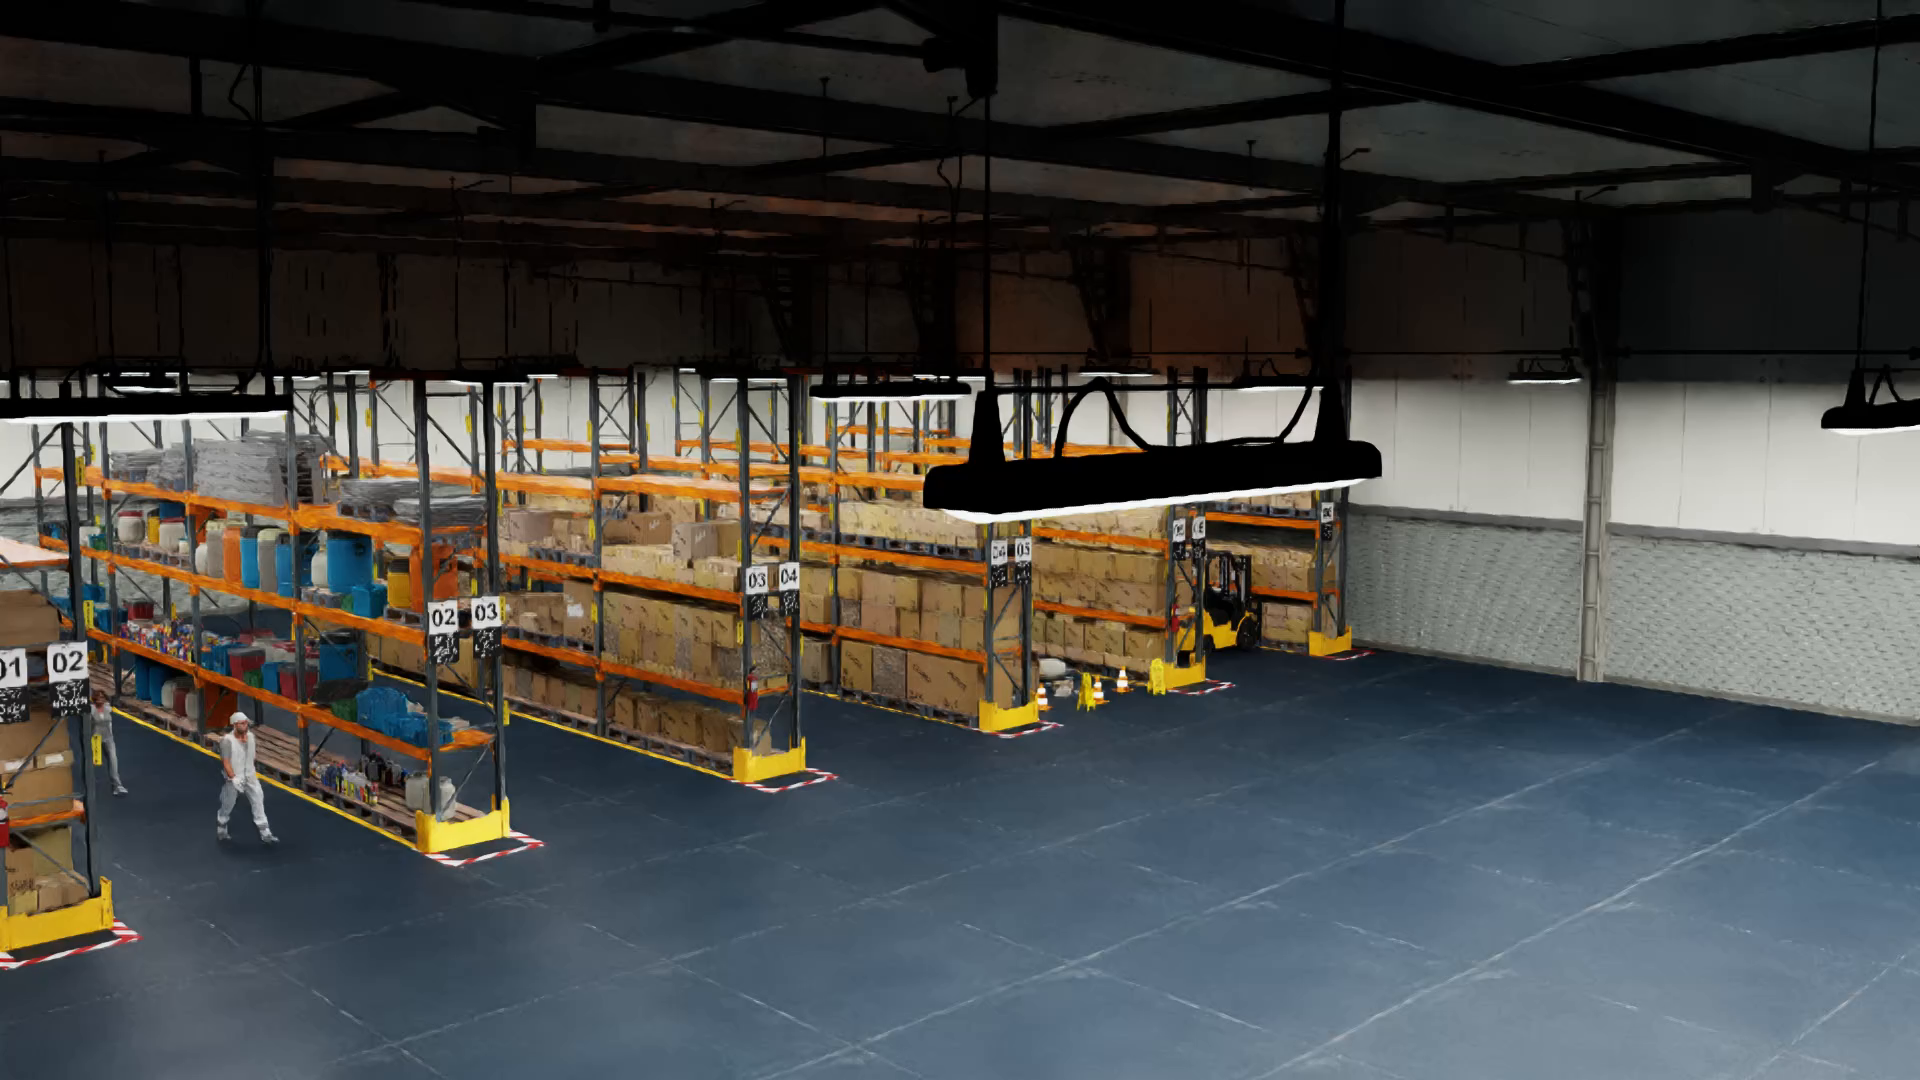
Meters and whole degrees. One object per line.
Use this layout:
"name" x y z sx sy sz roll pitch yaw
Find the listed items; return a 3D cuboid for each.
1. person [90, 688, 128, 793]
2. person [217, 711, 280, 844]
"person" -12.367 2.870 23.882 1.038 1.514 0.419 6 9 43
"person" -9.235 3.045 21.376 1.030 1.714 0.527 5 8 37
